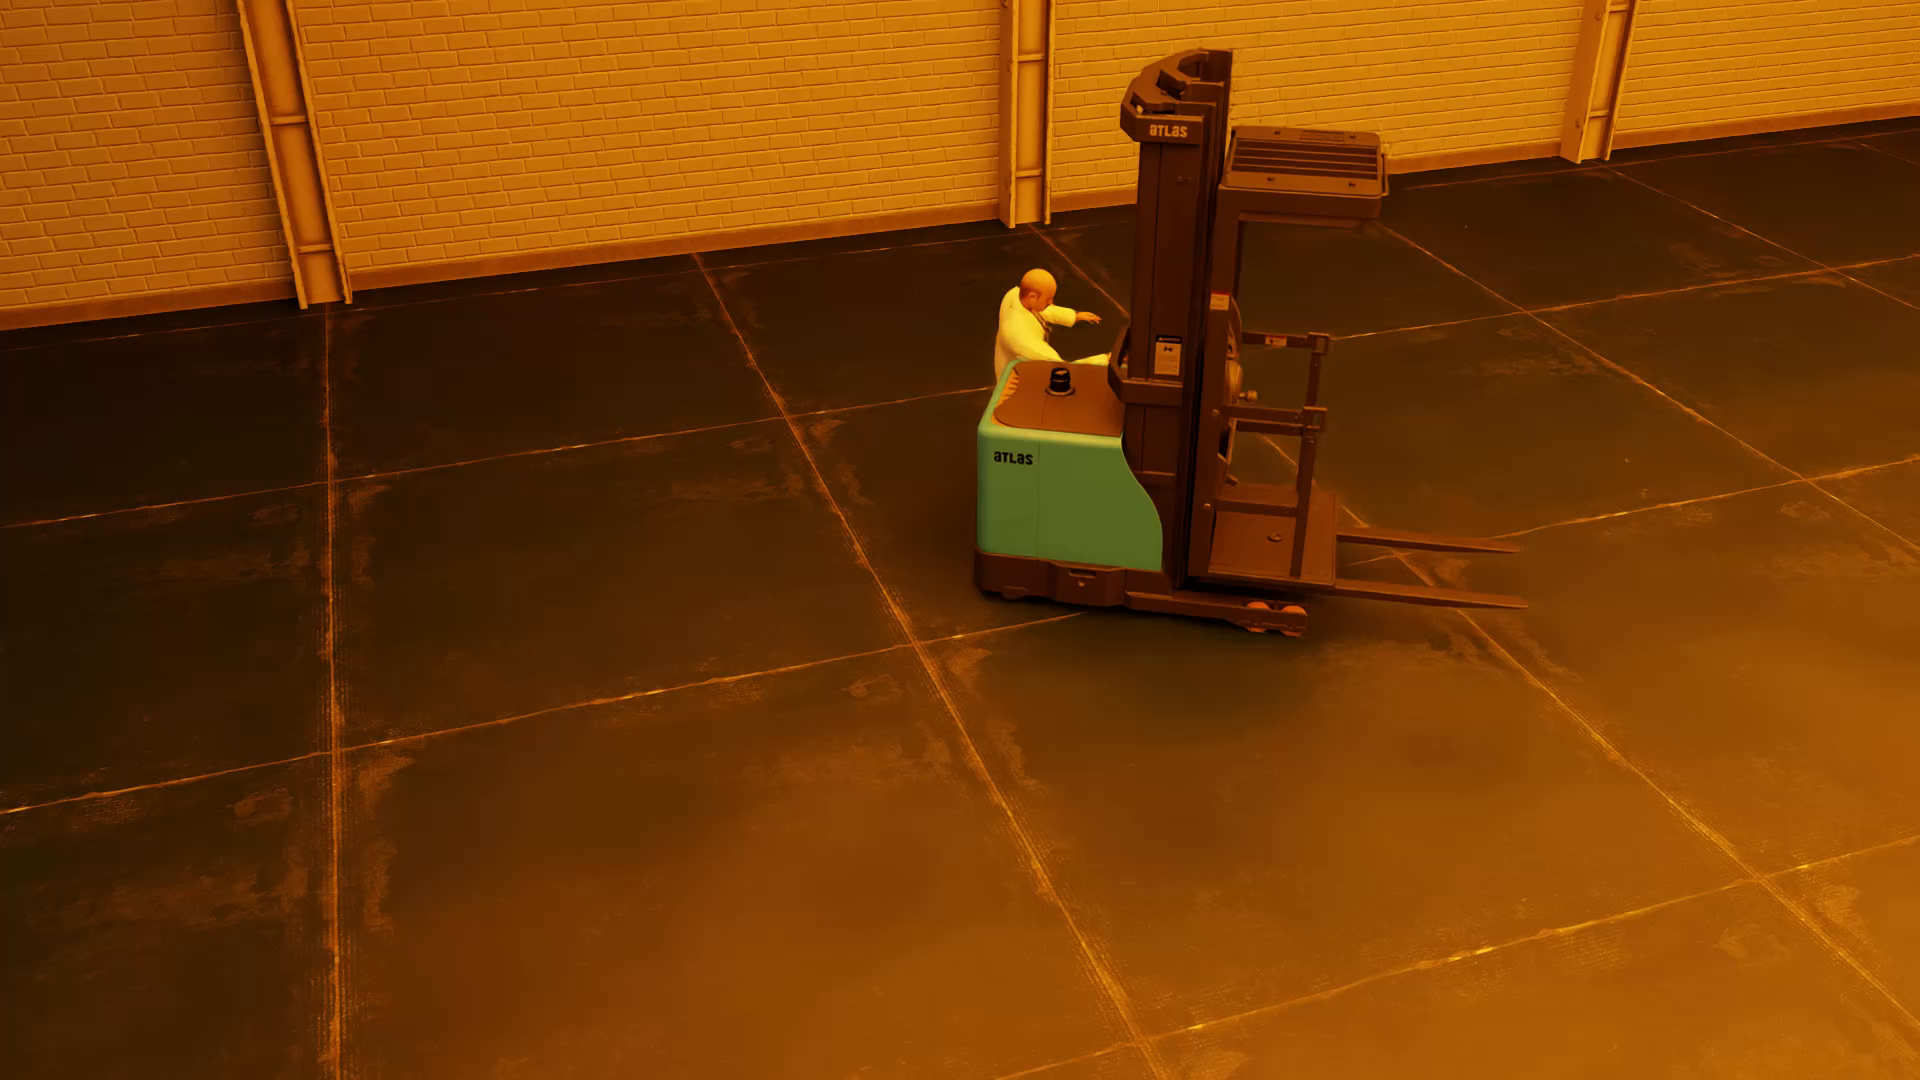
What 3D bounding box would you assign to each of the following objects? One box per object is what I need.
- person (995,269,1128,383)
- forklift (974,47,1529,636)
[{"bbox_3d":[0.618,-0.940,10.123,0.815,1.535,0.944,0,30,1],"label":"person"},{"bbox_3d":[1.649,-1.033,8.882,3.031,2.935,1.130,6,30,10],"label":"forklift"}]
